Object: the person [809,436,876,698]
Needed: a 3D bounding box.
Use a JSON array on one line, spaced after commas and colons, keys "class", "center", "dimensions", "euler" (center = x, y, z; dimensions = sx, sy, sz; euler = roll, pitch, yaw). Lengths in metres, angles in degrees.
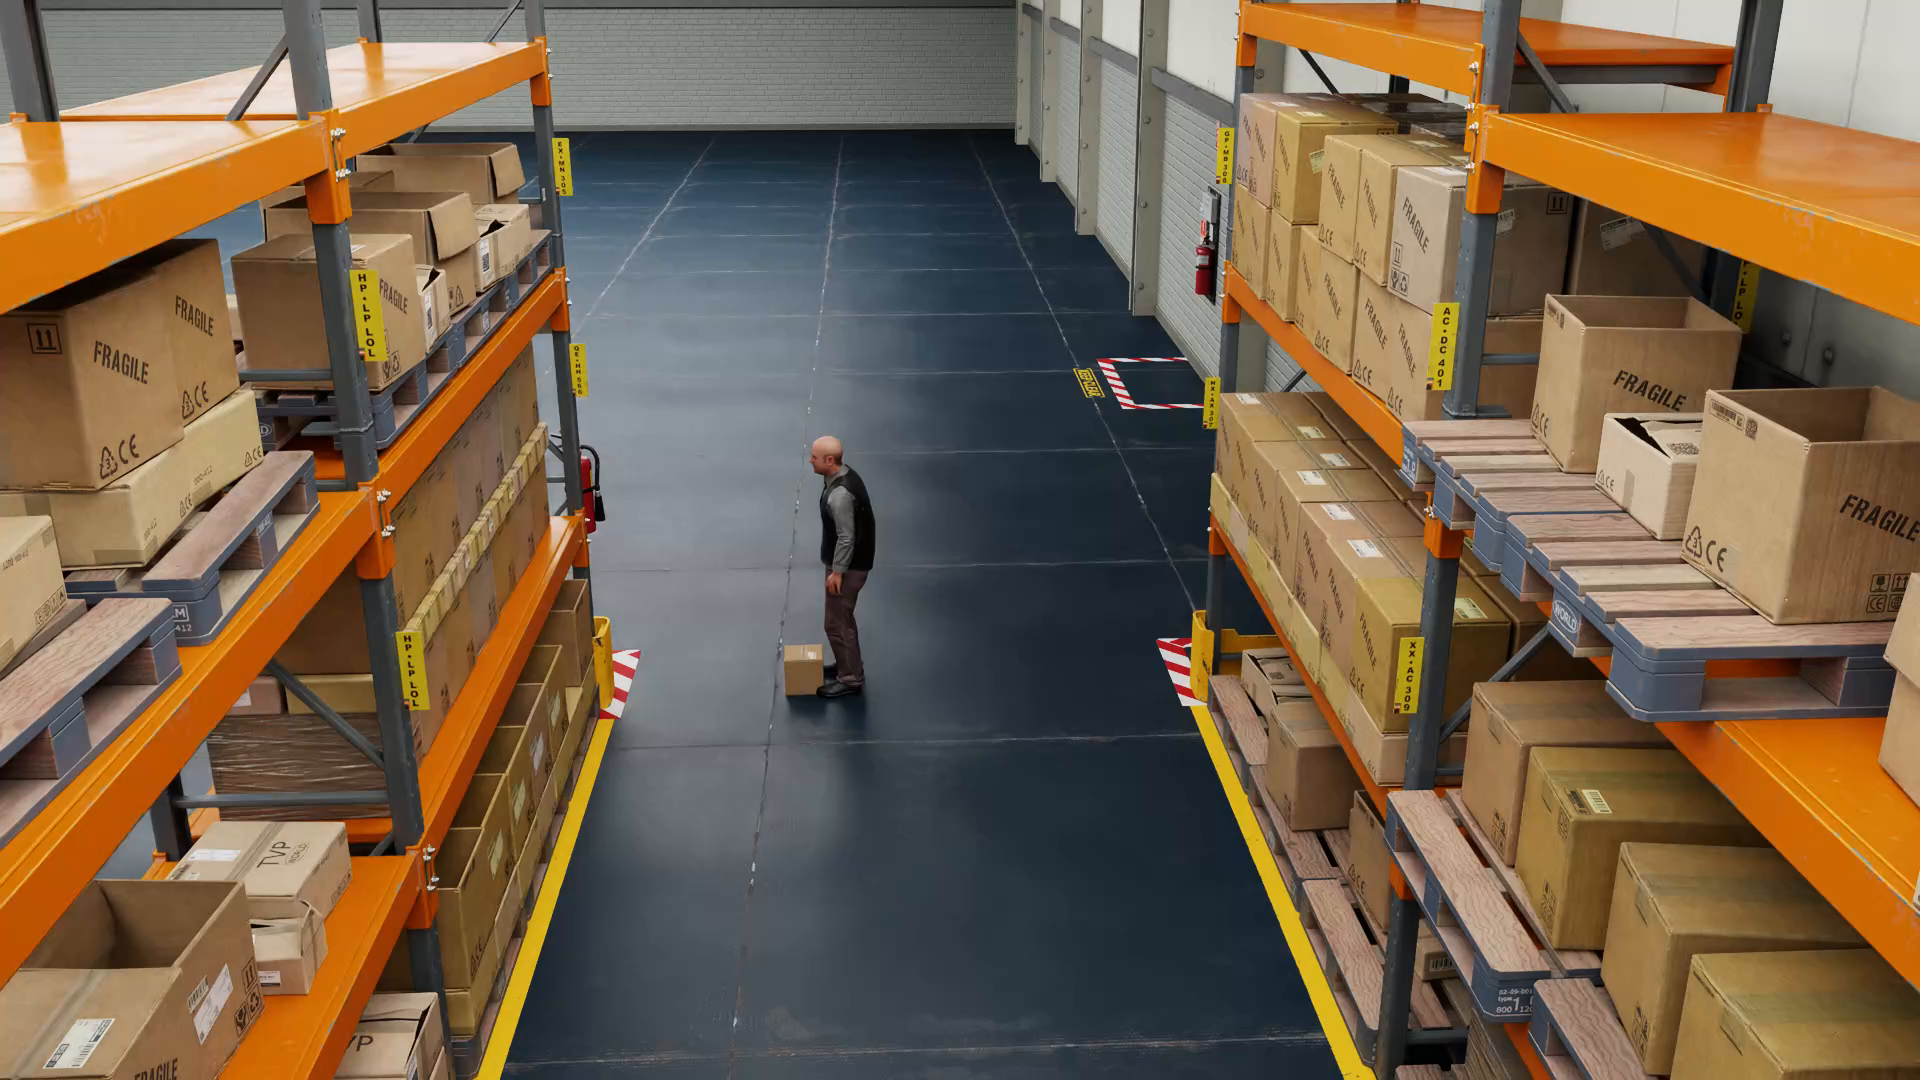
[{"class": "person", "center": [-0.745, 0.154, 10.693], "dimensions": [0.413, 1.721, 0.581], "euler": [-1, 20, -3]}]
